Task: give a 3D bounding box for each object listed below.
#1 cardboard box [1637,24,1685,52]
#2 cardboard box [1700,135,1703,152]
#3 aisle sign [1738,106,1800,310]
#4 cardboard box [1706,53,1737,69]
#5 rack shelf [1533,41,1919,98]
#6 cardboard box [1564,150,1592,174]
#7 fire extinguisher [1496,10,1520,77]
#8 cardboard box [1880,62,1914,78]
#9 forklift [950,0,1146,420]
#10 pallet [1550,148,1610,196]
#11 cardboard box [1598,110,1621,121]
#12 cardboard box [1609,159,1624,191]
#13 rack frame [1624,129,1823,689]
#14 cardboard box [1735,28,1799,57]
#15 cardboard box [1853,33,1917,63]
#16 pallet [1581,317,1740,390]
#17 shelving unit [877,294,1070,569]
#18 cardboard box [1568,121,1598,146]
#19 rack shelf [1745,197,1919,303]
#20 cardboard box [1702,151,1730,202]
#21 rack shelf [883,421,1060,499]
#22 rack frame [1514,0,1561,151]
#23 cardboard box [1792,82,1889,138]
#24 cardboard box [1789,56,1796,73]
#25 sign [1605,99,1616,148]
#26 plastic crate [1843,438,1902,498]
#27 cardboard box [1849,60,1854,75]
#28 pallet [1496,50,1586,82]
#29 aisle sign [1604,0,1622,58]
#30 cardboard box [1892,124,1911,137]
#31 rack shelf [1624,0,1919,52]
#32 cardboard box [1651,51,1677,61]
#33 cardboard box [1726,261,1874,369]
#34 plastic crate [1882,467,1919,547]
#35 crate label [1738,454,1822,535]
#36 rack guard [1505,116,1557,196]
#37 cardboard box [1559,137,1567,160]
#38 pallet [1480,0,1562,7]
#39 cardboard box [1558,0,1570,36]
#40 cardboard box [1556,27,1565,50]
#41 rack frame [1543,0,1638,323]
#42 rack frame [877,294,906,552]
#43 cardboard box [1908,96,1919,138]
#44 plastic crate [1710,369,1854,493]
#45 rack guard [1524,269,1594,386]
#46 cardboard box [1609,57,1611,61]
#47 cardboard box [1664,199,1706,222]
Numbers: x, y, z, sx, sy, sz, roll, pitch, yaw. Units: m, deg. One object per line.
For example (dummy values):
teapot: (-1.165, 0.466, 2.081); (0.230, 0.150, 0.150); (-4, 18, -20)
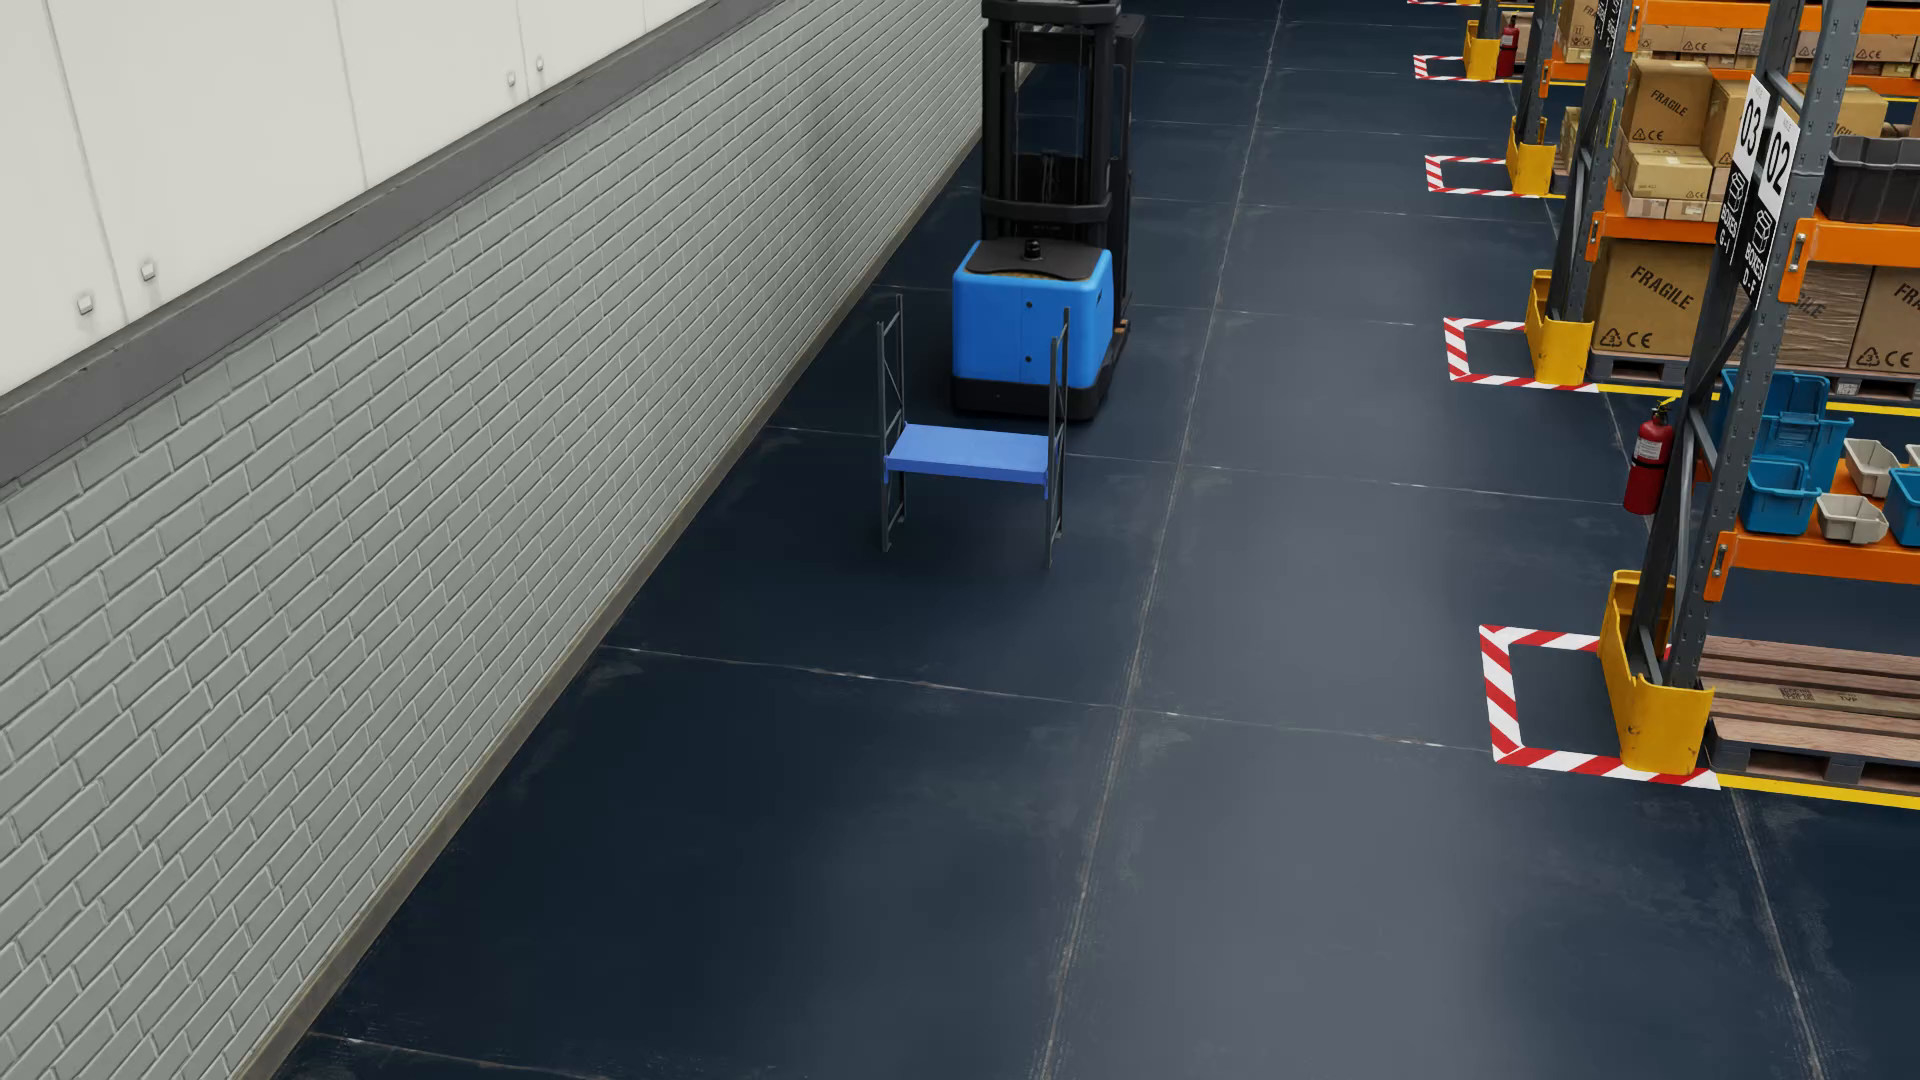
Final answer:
cardboard box: (6.713, -5.035, 16.071); (0.500, 0.500, 0.500); (6, 29, 11)
cardboard box: (5.694, -2.847, 12.336); (0.500, 0.250, 0.500); (5, 29, 10)
aisle sign: (3.502, -1.440, 7.211); (0.004, 0.787, 0.394); (6, 29, 11)
cardboard box: (7.339, -4.684, 16.105); (0.250, 0.149, 0.380); (5, 29, 10)
rack shelf: (7.759, -4.561, 16.368); (4.000, 0.370, 1.077); (6, 29, 11)
cardboard box: (6.249, -3.808, 16.775); (0.250, 0.149, 0.380); (6, 29, 12)
fire extinguisher: (5.653, -5.121, 17.112); (0.183, 0.674, 0.296); (6, 29, 11)
cardboard box: (8.863, -4.514, 15.795); (0.250, 0.149, 0.380); (7, 29, 13)
forklift: (0.755, -2.832, 12.532); (1.130, 2.935, 3.031); (6, 29, 11)
pallet: (6.665, -3.748, 17.038); (1.213, 0.211, 1.003); (6, 29, 11)
cardboard box: (6.608, -4.285, 17.028); (0.250, 0.149, 0.380); (6, 29, 12)
cardboard box: (5.086, -2.766, 12.603); (0.250, 0.149, 0.380); (6, 29, 12)
rack frame: (3.634, -0.432, 8.077); (0.127, 3.000, 1.000); (6, 29, 11)
cardboard box: (7.690, -4.931, 15.882); (0.500, 0.500, 0.500); (5, 29, 9)
cardboard box: (8.676, -4.819, 15.676); (0.500, 0.500, 0.500); (5, 29, 9)
pallet: (5.467, -1.491, 12.916); (1.213, 0.211, 1.003); (6, 29, 11)
shelving unit: (0.083, -0.649, 10.036); (1.048, 1.500, 0.538); (6, 29, 11)
cardboard box: (6.245, -4.059, 16.615); (0.250, 0.149, 0.380); (5, 29, 8)
rack shelf: (5.590, -1.231, 7.163); (4.000, 0.370, 1.077); (6, 29, 11)
cardboard box: (5.592, -2.598, 11.881); (0.500, 0.250, 0.500); (6, 29, 10)
rack shelf: (0.083, -0.492, 10.123); (1.000, 0.185, 0.538); (6, 29, 11)
rack frame: (5.803, -5.077, 16.562); (0.127, 3.000, 1.000); (6, 29, 11)
cardboard box: (6.079, -2.877, 11.609); (0.500, 0.500, 0.500); (5, 29, 9)
cardboard box: (7.843, -4.607, 15.966); (0.250, 0.149, 0.380); (6, 29, 12)
sign: (4.547, -2.912, 11.624); (0.005, 0.325, 0.100); (6, 29, 11)
plastic crate: (4.470, -0.346, 8.132); (0.243, 0.136, 0.396); (6, 29, 11)
cardboard box: (8.345, -4.564, 15.887); (0.250, 0.149, 0.380); (5, 29, 8)
pallet: (7.537, -6.145, 21.417); (1.213, 0.211, 1.003); (6, 29, 11)
aisle sign: (4.536, -3.764, 11.457); (0.004, 0.787, 0.394); (6, 29, 11)
cardboard box: (9.422, -4.002, 16.511); (0.250, 0.149, 0.380); (7, 29, 13)
rack shelf: (6.625, -3.557, 11.412); (4.000, 0.370, 1.077); (6, 29, 11)
cardboard box: (6.843, -4.760, 16.245); (0.250, 0.149, 0.380); (7, 30, 13)
cardboard box: (6.201, -1.892, 12.520); (0.875, 0.875, 0.875); (6, 29, 11)
plastic crate: (4.451, -0.139, 7.654); (0.300, 0.233, 0.416); (6, 29, 11)
crate label: (3.807, -0.205, 7.775); (0.303, 0.233, 0.416); (6, 29, 11)
rack guard: (5.878, -3.973, 17.148); (0.348, 0.500, 1.175); (6, 29, 11)
cardboard box: (6.362, -4.056, 17.228); (0.250, 0.149, 0.380); (6, 29, 11)
pallet: (8.625, -8.433, 25.596); (1.213, 0.211, 1.003); (6, 29, 11)
cardboard box: (6.297, -5.327, 16.605); (0.500, 0.500, 0.500); (6, 29, 12)
cardboard box: (6.181, -5.067, 16.805); (0.250, 0.149, 0.380); (6, 29, 11)
rack frame: (4.669, -2.758, 12.326); (0.127, 3.000, 1.000); (6, 29, 11)
rack frame: (-0.414, -0.700, 10.129); (0.032, 1.500, 0.500); (6, 29, 11)
cardboard box: (7.176, -3.021, 11.873); (0.500, 0.500, 0.500); (5, 29, 9)
plastic crate: (4.001, -0.528, 8.153); (0.499, 0.435, 0.616); (6, 29, 11)
rack guard: (4.645, -1.664, 12.930); (0.348, 0.500, 1.175); (6, 29, 11)
cardboard box: (6.309, -4.774, 16.270); (0.250, 0.149, 0.380); (7, 29, 12)
cardboard box: (5.198, -2.432, 11.992); (0.250, 0.149, 0.380); (5, 29, 10)
